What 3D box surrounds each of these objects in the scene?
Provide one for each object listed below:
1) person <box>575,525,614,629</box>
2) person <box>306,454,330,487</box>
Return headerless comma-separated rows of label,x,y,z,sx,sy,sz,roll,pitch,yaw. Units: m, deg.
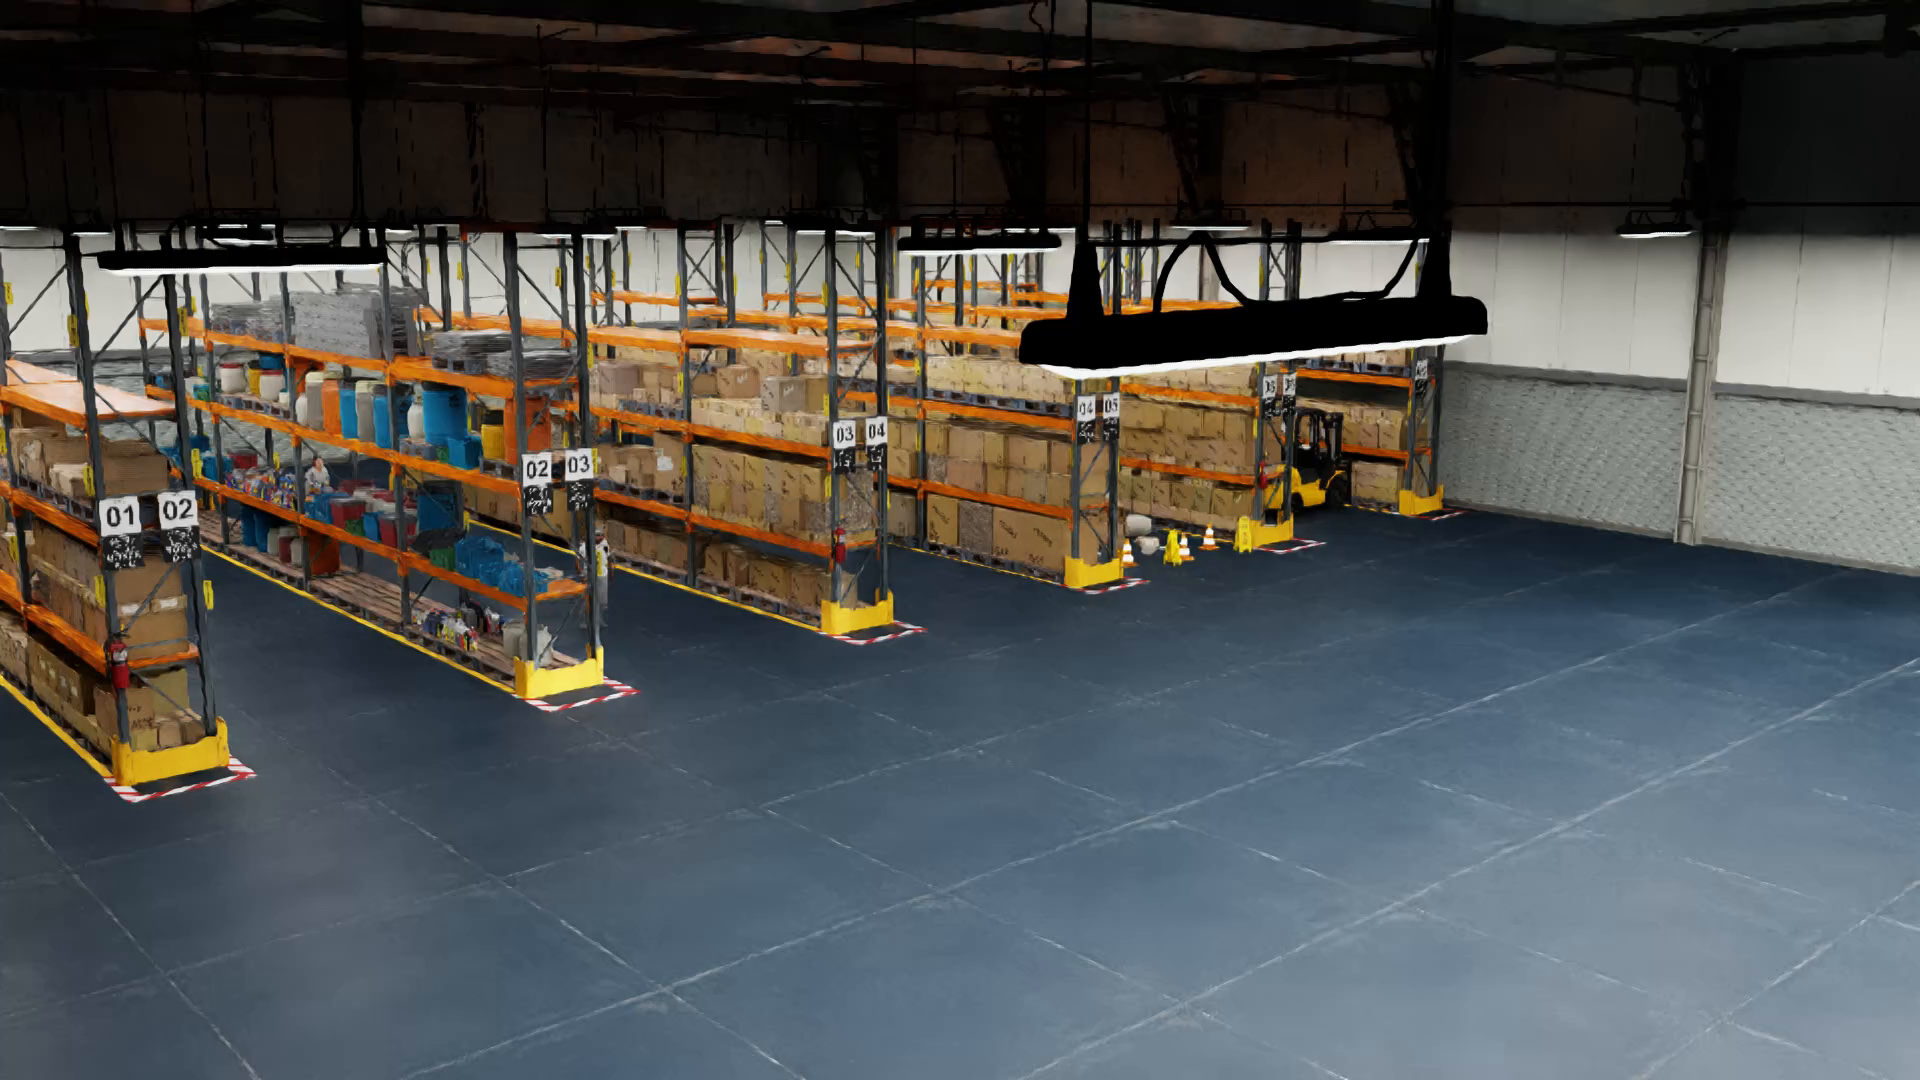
person,-5.515,0.545,25.095,0.592,1.629,0.532,-10,15,-42
person,-12.410,-0.866,32.037,0.684,1.636,0.569,9,14,37
